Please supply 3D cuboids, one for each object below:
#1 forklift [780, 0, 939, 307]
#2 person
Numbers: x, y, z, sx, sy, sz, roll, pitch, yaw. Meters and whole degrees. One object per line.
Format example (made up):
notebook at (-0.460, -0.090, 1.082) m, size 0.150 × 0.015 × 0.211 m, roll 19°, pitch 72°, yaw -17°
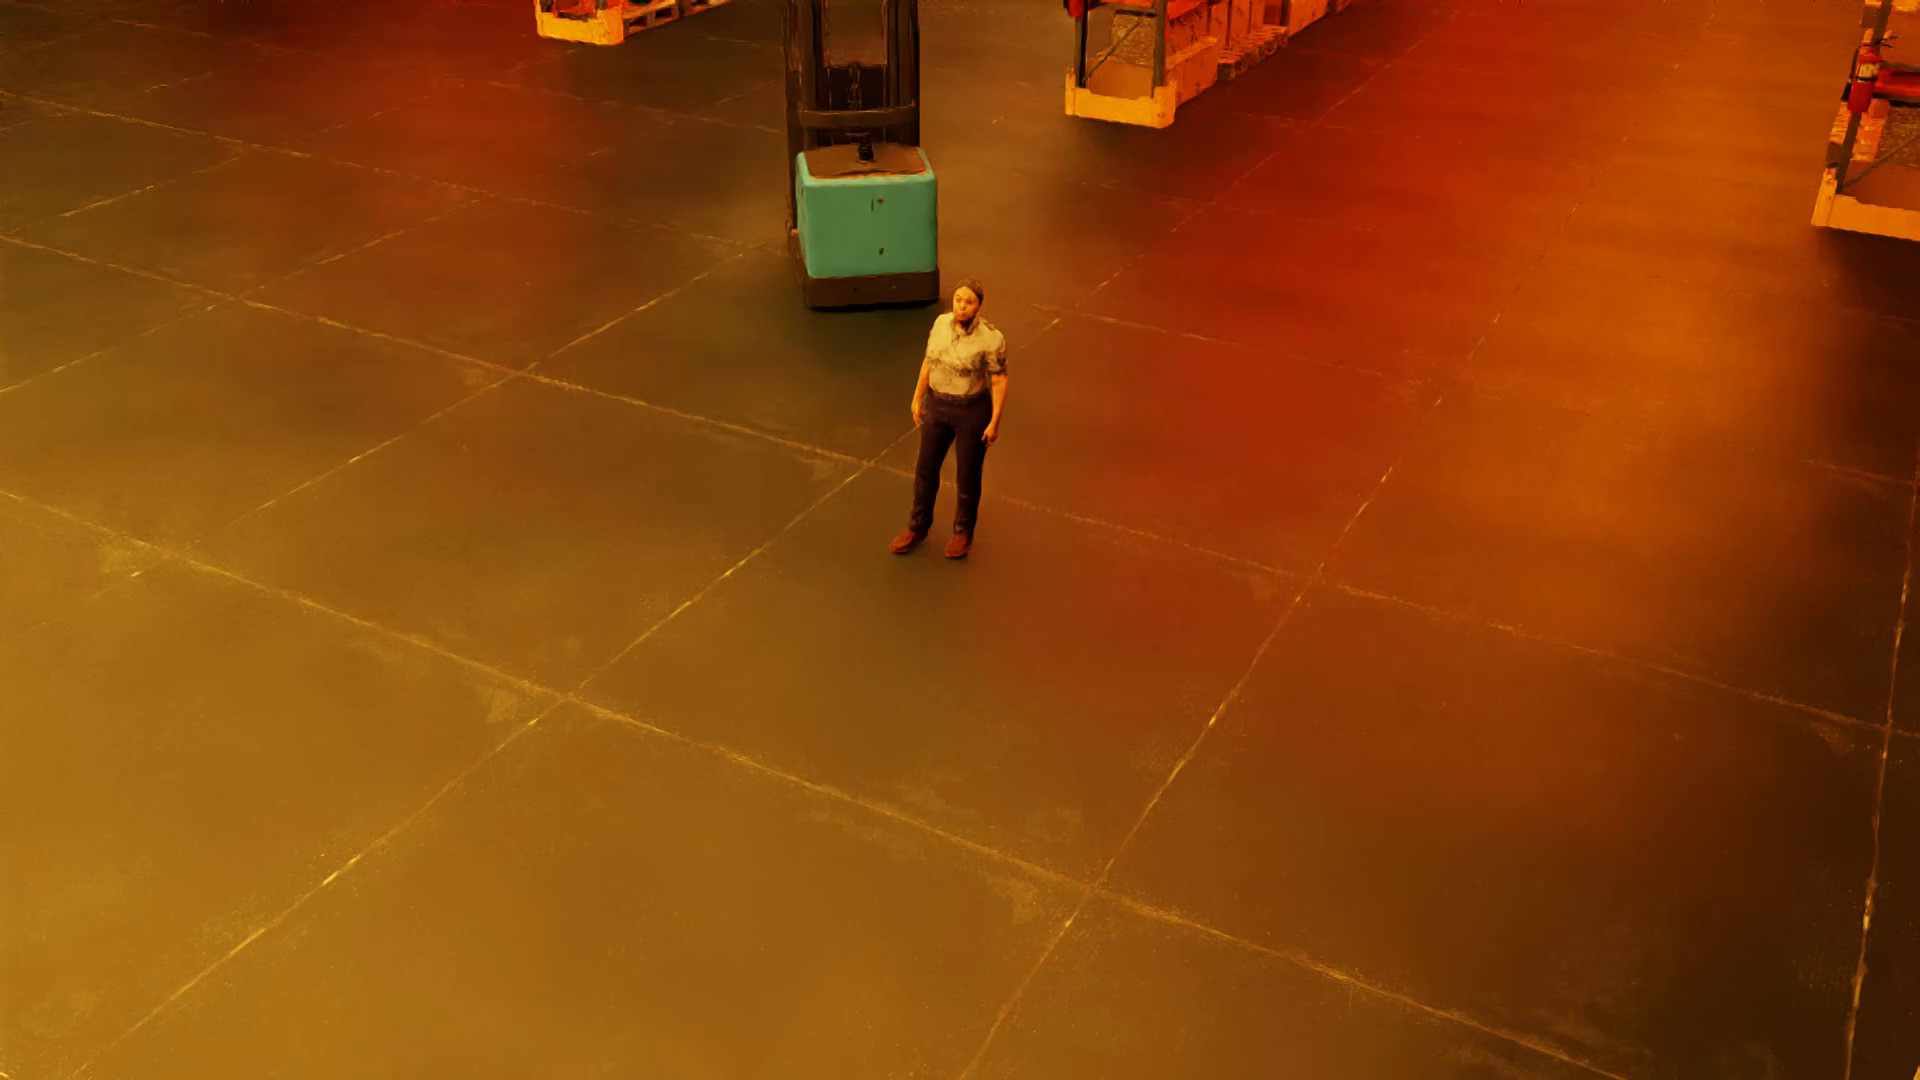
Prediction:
forklift at (-0.915, -3.815, 13.682) m, size 1.130 × 2.935 × 3.031 m, roll -5°, pitch 30°, yaw -8°
person at (-0.063, -0.682, 9.531) m, size 0.599 × 1.642 × 0.502 m, roll 15°, pitch 33°, yaw 25°
